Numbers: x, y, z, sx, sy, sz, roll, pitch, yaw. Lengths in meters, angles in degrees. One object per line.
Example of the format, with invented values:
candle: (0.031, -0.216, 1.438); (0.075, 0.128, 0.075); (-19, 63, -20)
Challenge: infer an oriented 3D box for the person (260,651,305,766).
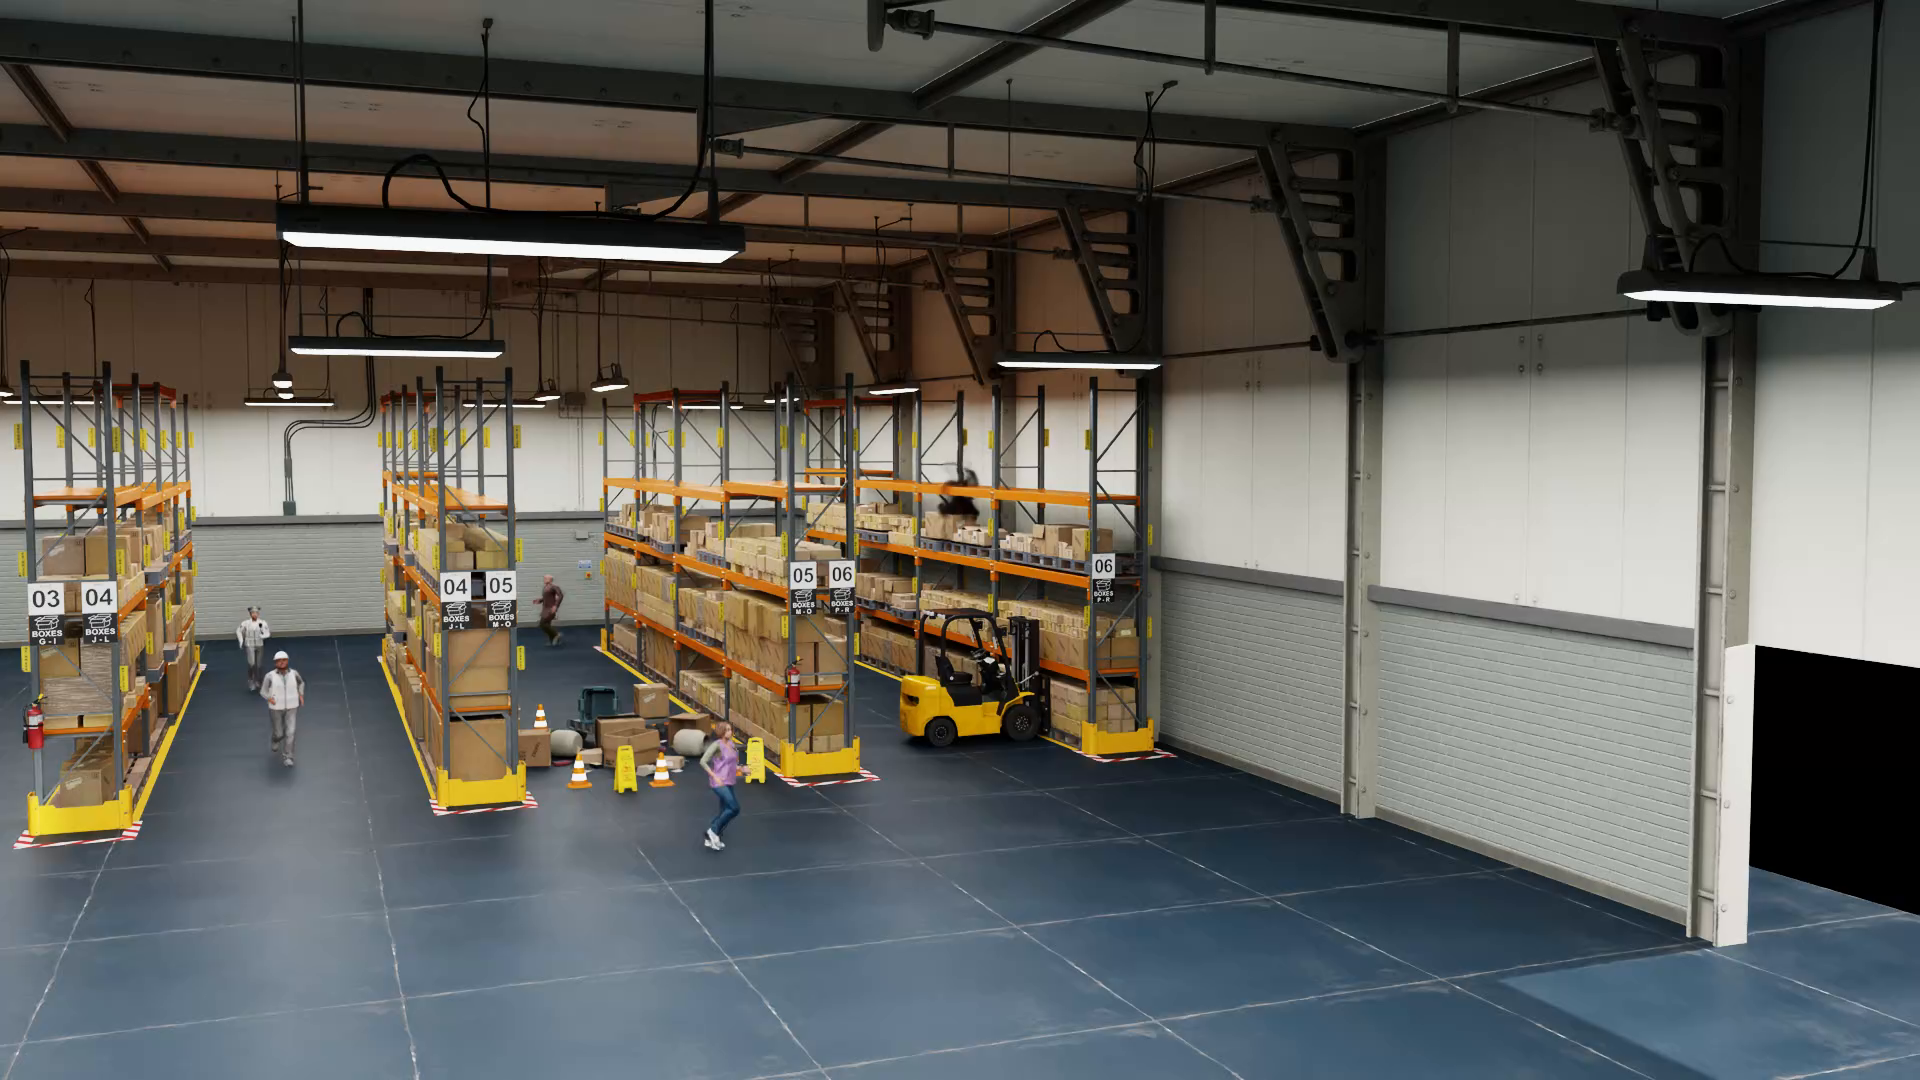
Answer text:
person: (-10.456, 2.591, 25.733); (0.677, 1.742, 0.896); (-2, 4, -32)

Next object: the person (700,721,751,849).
person: (-2.861, 2.995, 20.251); (0.601, 1.545, 0.513); (1, 4, 18)

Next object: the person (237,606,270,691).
person: (-14.100, 2.158, 33.232); (0.583, 1.703, 0.689); (-2, 4, -32)

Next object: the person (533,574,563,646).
person: (-10.012, 1.701, 40.346); (0.635, 1.742, 0.714); (-2, 4, -31)
